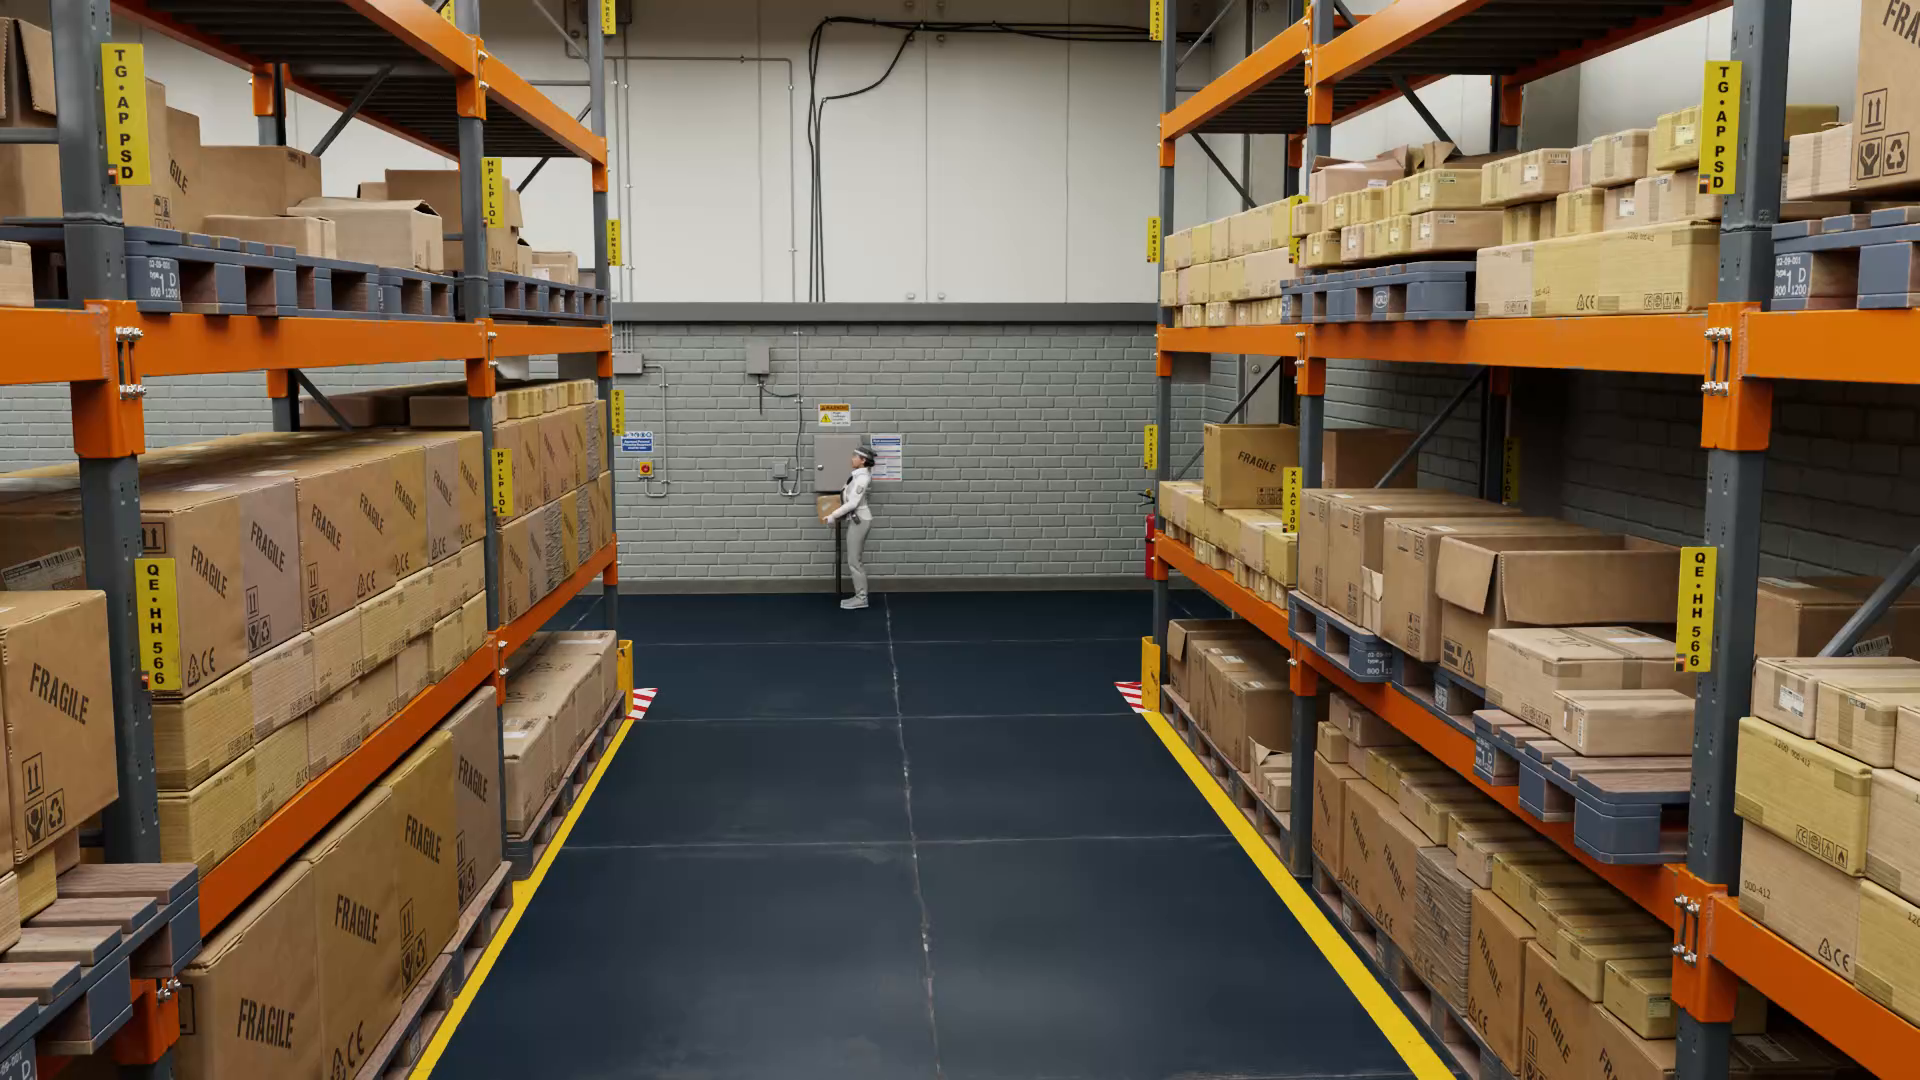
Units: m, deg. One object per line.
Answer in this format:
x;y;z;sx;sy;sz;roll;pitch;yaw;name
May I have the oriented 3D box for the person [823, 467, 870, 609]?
-1.141;-0.025;16.909;0.505;1.429;0.460;0;7;-4;person
